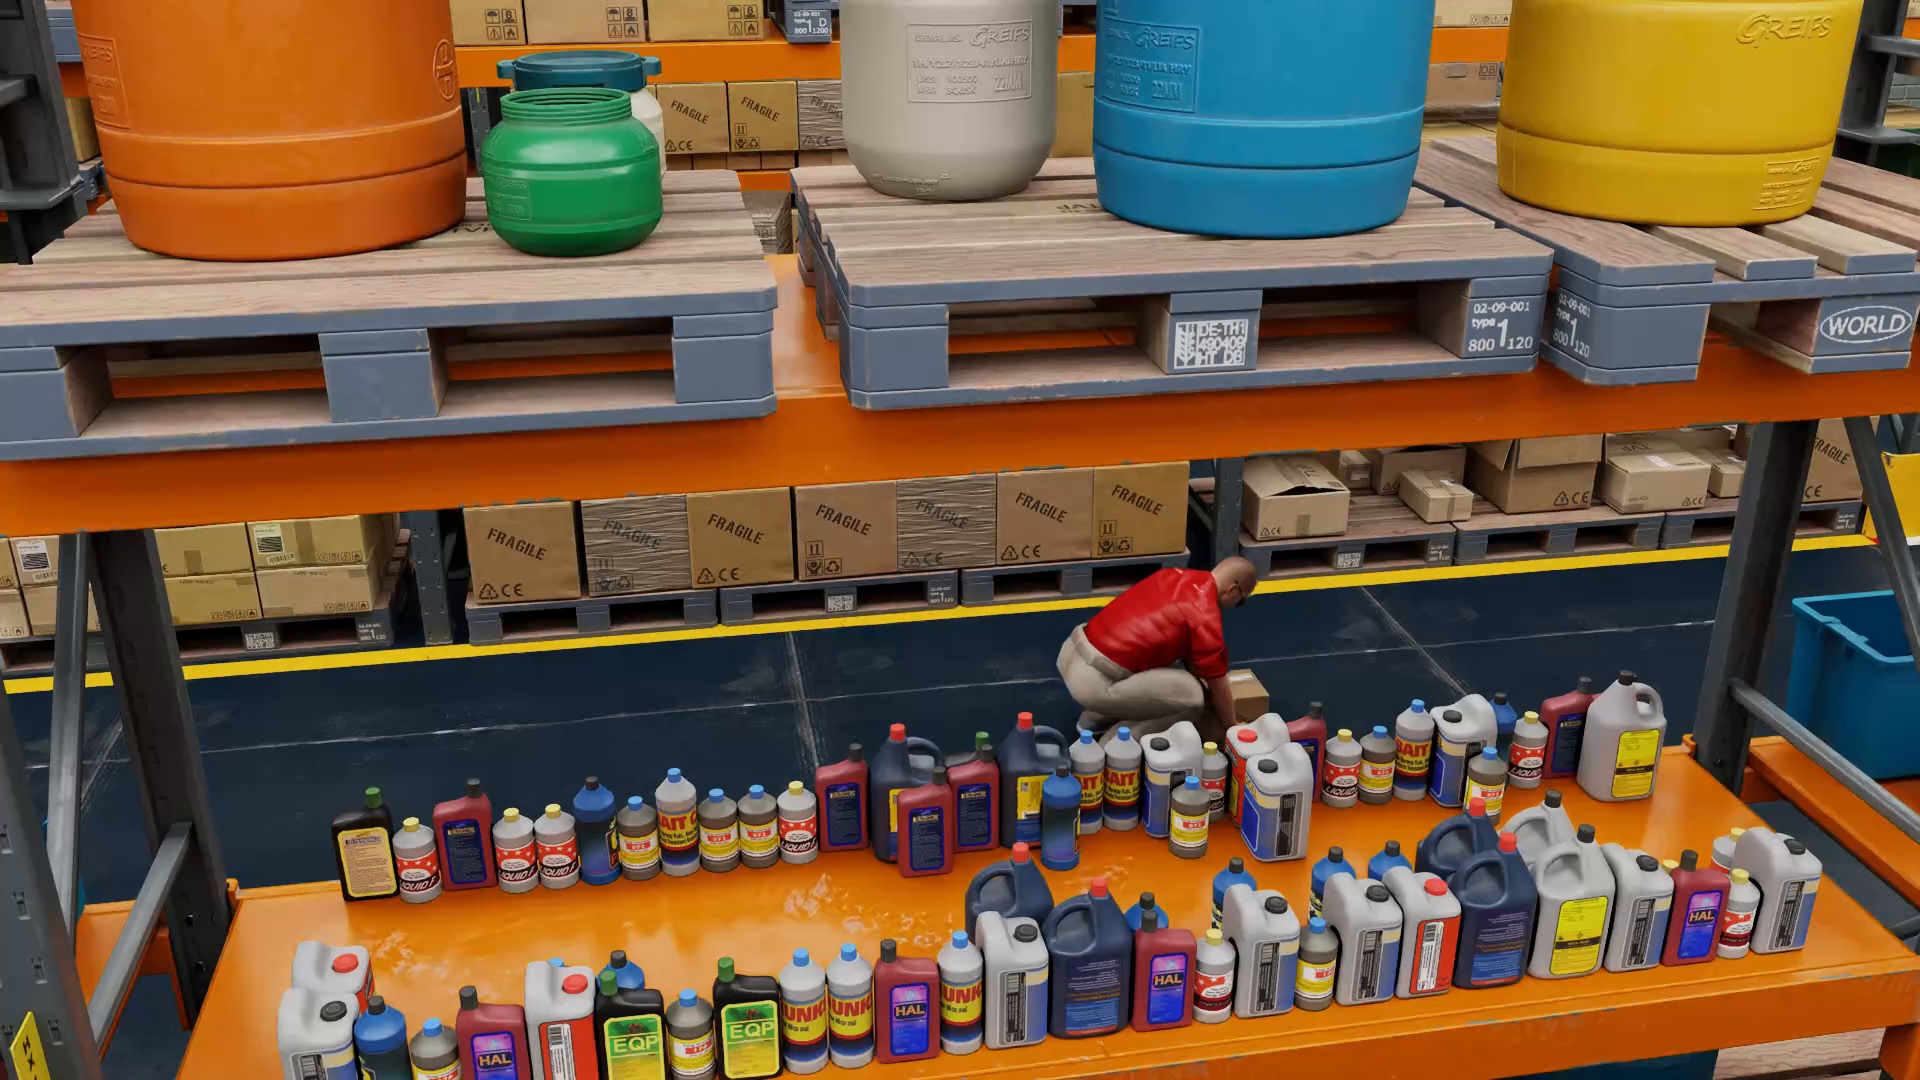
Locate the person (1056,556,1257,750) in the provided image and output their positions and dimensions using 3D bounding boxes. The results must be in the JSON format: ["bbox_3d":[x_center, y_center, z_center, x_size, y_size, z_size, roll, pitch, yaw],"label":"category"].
[{"bbox_3d":[0.847,0.515,7.095,0.866,0.856,0.554,-4,24,-10],"label":"person"}]
